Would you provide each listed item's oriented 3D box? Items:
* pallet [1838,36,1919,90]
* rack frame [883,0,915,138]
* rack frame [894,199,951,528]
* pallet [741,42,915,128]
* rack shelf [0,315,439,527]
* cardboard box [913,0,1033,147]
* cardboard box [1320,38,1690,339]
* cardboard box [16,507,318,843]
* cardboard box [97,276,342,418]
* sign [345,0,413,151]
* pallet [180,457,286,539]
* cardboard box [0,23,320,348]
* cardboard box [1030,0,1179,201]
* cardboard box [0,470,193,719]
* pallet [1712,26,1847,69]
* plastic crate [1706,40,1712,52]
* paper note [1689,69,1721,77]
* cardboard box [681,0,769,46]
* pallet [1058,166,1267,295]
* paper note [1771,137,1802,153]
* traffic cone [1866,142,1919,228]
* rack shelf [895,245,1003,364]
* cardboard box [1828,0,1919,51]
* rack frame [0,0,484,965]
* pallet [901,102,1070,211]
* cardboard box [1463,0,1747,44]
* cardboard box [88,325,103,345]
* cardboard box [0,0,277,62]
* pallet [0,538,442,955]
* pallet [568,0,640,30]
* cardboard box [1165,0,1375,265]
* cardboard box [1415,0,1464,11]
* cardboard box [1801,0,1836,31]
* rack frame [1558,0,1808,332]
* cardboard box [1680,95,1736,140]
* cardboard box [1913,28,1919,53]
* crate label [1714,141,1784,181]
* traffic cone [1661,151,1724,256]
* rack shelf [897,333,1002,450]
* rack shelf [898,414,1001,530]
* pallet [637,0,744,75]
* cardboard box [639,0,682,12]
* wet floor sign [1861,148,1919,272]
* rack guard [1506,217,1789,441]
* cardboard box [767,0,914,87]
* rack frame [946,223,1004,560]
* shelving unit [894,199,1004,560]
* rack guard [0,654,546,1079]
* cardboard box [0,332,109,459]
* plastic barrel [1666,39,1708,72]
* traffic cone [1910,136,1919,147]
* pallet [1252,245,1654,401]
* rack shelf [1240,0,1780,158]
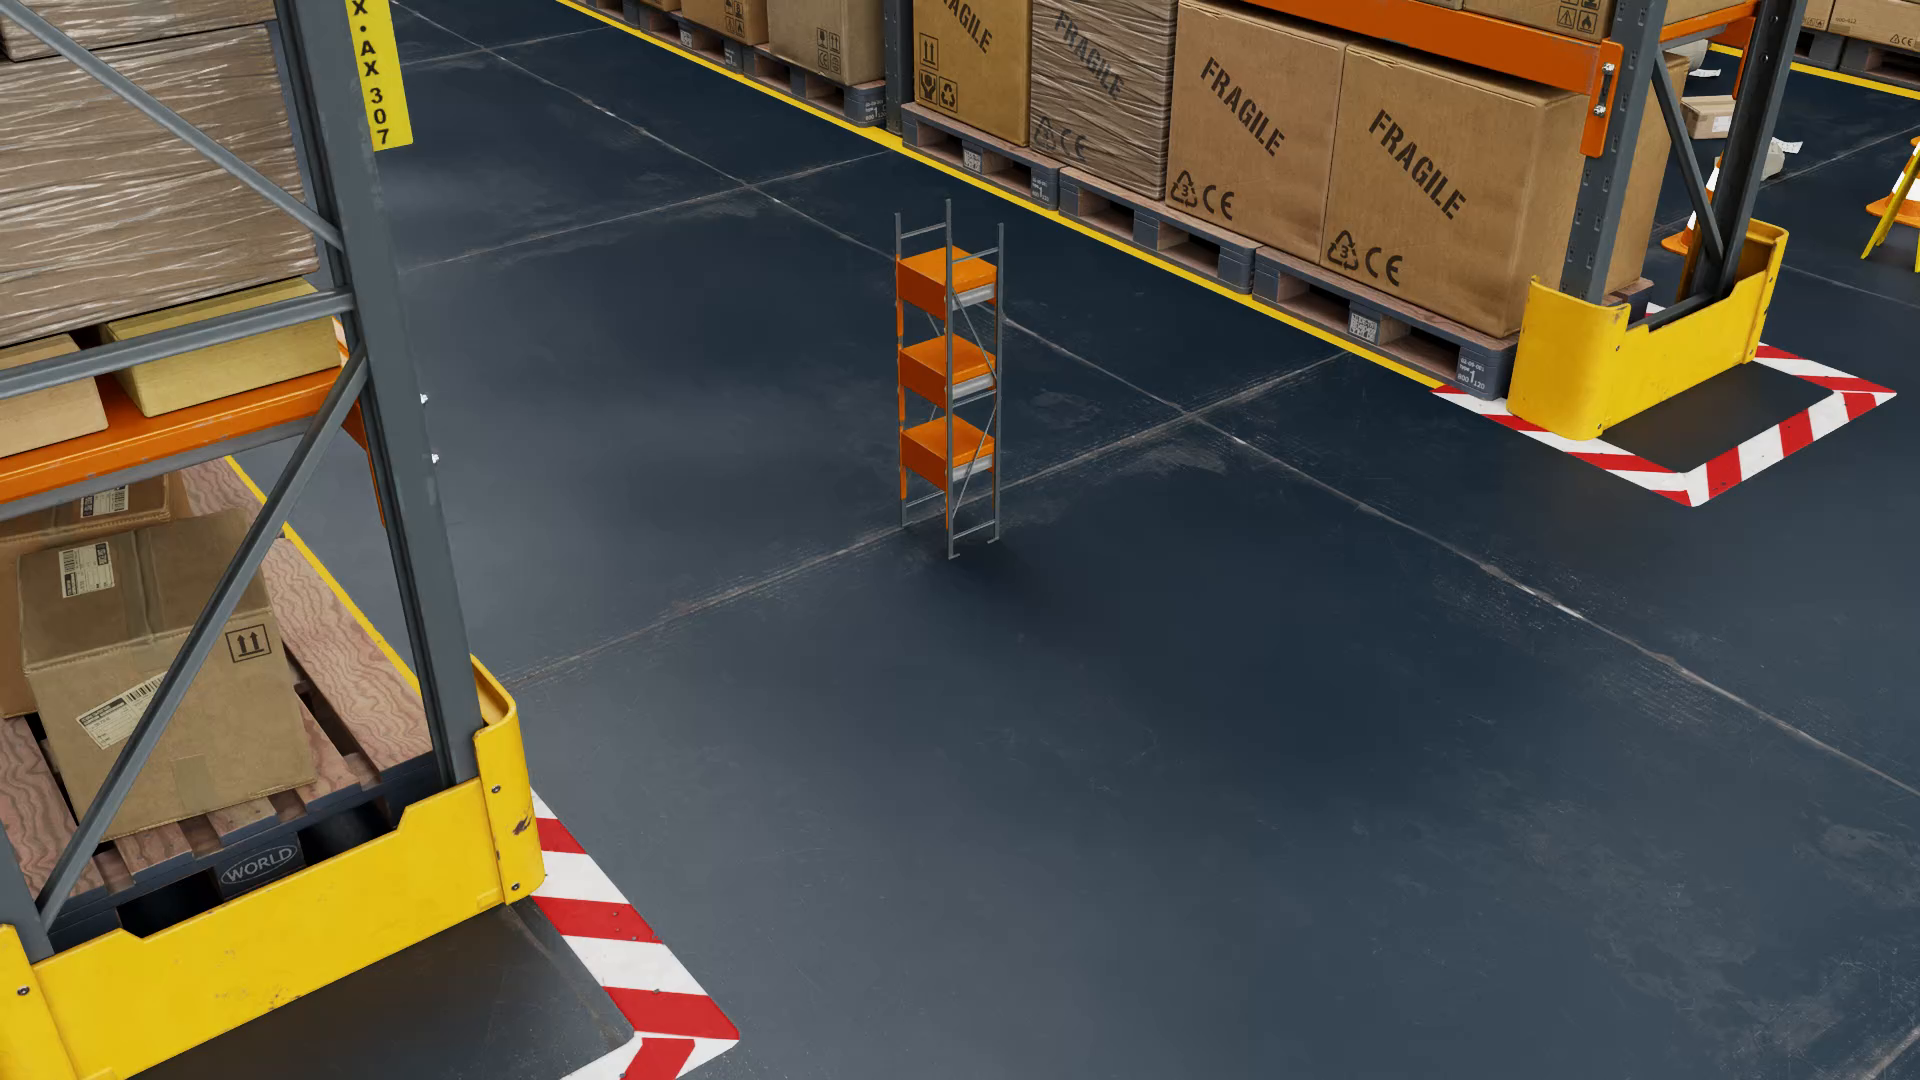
[{"bbox_3d":[5.830,-2.717,9.425,1.003,0.211,1.213,-22,38,-31],"label":"pallet"},{"bbox_3d":[0.046,-3.544,8.113,1.000,3.000,0.127,-22,38,-31],"label":"rack frame"},{"bbox_3d":[-0.108,-0.519,5.091,0.200,1.050,0.008,-22,38,-31],"label":"rack frame"},{"bbox_3d":[-0.487,-2.656,9.327,1.003,0.211,1.213,-22,38,-31],"label":"pallet"},{"bbox_3d":[-2.707,-0.842,4.444,1.077,0.370,4.000,-22,38,-31],"label":"rack shelf"},{"bbox_3d":[0.377,-2.535,8.104,0.875,0.875,0.875,-22,38,-31],"label":"cardboard box"},{"bbox_3d":[2.031,-1.414,6.299,0.875,0.875,0.875,-22,38,-31],"label":"cardboard box"},{"bbox_3d":[-1.851,0.304,3.889,0.500,0.500,0.500,-15,35,-23],"label":"cardboard box"},{"bbox_3d":[-1.467,-0.403,3.294,0.380,0.149,0.250,-22,38,-31],"label":"cardboard box"},{"bbox_3d":[-1.052,-0.857,2.967,0.100,0.325,0.005,-22,38,-31],"label":"sign"},{"bbox_3d":[-2.742,-0.019,5.081,1.003,0.211,1.213,-22,38,-31],"label":"pallet"},{"bbox_3d":[-1.797,-0.721,3.191,0.875,0.500,0.500,-22,38,-31],"label":"cardboard box"},{"bbox_3d":[0.932,-2.160,7.501,0.875,0.875,0.875,-22,38,-31],"label":"cardboard box"},{"bbox_3d":[-2.244,0.066,4.272,0.500,0.500,0.500,-12,34,-19],"label":"cardboard box"},{"bbox_3d":[5.086,-3.225,10.243,1.003,0.211,1.213,-22,38,-31],"label":"pallet"},{"bbox_3d":[4.209,-3.027,10.049,0.583,0.080,0.402,18,36,27],"label":"plastic crate"},{"bbox_3d":[4.279,-2.688,9.549,0.148,0.019,0.142,18,36,27],"label":"paper note"},{"bbox_3d":[-0.994,-3.399,9.614,1.050,0.750,0.750,-22,38,-31],"label":"cardboard box"},{"bbox_3d":[1.203,-1.508,7.478,1.003,0.211,1.213,-22,38,-31],"label":"pallet"},{"bbox_3d":[4.195,-2.009,8.456,0.142,0.019,0.148,18,36,27],"label":"paper note"},{"bbox_3d":[4.396,-1.704,7.554,0.336,0.463,0.334,-22,38,-31],"label":"traffic cone"},{"bbox_3d":[-0.033,-0.700,4.865,0.215,0.259,0.240,-22,38,-31],"label":"rack shelf"},{"bbox_3d":[5.328,-2.999,9.443,0.500,0.250,0.500,-22,38,-31],"label":"cardboard box"},{"bbox_3d":[-1.481,-0.314,2.912,1.000,3.000,0.127,-22,38,-31],"label":"rack frame"},{"bbox_3d":[0.451,-2.017,8.297,1.003,0.211,1.213,-22,38,-31],"label":"pallet"},{"bbox_3d":[2.236,-2.080,5.614,0.875,0.550,0.550,-22,38,-31],"label":"cardboard box"},{"bbox_3d":[-1.606,-0.514,3.472,0.380,0.149,0.250,-22,38,-31],"label":"cardboard box"},{"bbox_3d":[-1.603,-1.225,3.055,0.500,0.500,0.500,-22,38,-31],"label":"cardboard box"},{"bbox_3d":[-1.998,0.489,4.263,1.003,0.211,1.213,-22,38,-31],"label":"pallet"},{"bbox_3d":[-1.983,-3.673,10.964,1.003,0.211,1.213,-22,38,-31],"label":"pallet"},{"bbox_3d":[1.490,-1.780,6.888,0.875,0.875,0.875,-23,39,-32],"label":"cardboard box"},{"bbox_3d":[1.881,-2.302,5.972,0.875,0.550,0.550,-22,38,-31],"label":"cardboard box"},{"bbox_3d":[5.002,-3.215,9.792,0.500,0.250,0.500,-24,39,-33],"label":"cardboard box"},{"bbox_3d":[2.499,-1.877,5.428,1.000,3.000,0.127,-22,38,-31],"label":"rack frame"},{"bbox_3d":[3.948,-2.202,8.654,0.380,0.149,0.250,-4,32,-7],"label":"cardboard box"},{"bbox_3d":[5.624,-2.790,9.108,0.500,0.250,0.500,-22,38,-32],"label":"cardboard box"},{"bbox_3d":[3.865,-1.873,8.135,0.298,0.136,0.250,12,34,19],"label":"crate label"},{"bbox_3d":[3.295,-1.480,7.194,0.336,0.463,0.334,-22,38,-31],"label":"traffic cone"},{"bbox_3d":[-0.033,-0.459,5.014,0.215,0.259,0.240,-22,38,-31],"label":"rack shelf"},{"bbox_3d":[-0.033,-0.223,5.161,0.215,0.259,0.240,-22,38,-31],"label":"rack shelf"},{"bbox_3d":[-1.239,-3.165,10.146,1.003,0.211,1.213,-22,38,-31],"label":"pallet"},{"bbox_3d":[-1.566,-3.787,10.239,1.050,0.750,0.750,-22,38,-31],"label":"cardboard box"},{"bbox_3d":[4.081,-1.505,7.062,0.232,0.644,0.267,26,40,35],"label":"wet floor sign"},{"bbox_3d":[2.514,-0.805,6.072,1.175,0.500,0.348,-22,38,-31],"label":"rack guard"},{"bbox_3d":[-0.406,-2.996,8.965,1.050,0.750,0.750,-22,38,-32],"label":"cardboard box"},{"bbox_3d":[0.042,-0.417,4.927,0.200,1.050,0.008,-22,38,-31],"label":"rack frame"},{"bbox_3d":[-0.033,-0.468,5.009,0.215,1.050,0.252,-22,38,-31],"label":"shelving unit"},{"bbox_3d":[-1.528,0.716,3.623,1.175,0.500,0.348,-22,38,-31],"label":"rack guard"},{"bbox_3d":[-1.819,-0.259,3.062,0.380,0.149,0.250,-22,38,-31],"label":"cardboard box"},{"bbox_3d":[3.885,-2.797,9.352,0.512,0.421,0.421,1,32,2],"label":"plastic barrel"},{"bbox_3d":[5.064,-2.204,8.361,0.336,0.463,0.334,-22,38,-31],"label":"traffic cone"},{"bbox_3d":[1.947,-1.000,6.660,1.003,0.211,1.213,-22,38,-31],"label":"pallet"},{"bbox_3d":[1.273,-2.405,6.960,1.077,0.370,4.000,-22,38,-31],"label":"rack shelf"}]
